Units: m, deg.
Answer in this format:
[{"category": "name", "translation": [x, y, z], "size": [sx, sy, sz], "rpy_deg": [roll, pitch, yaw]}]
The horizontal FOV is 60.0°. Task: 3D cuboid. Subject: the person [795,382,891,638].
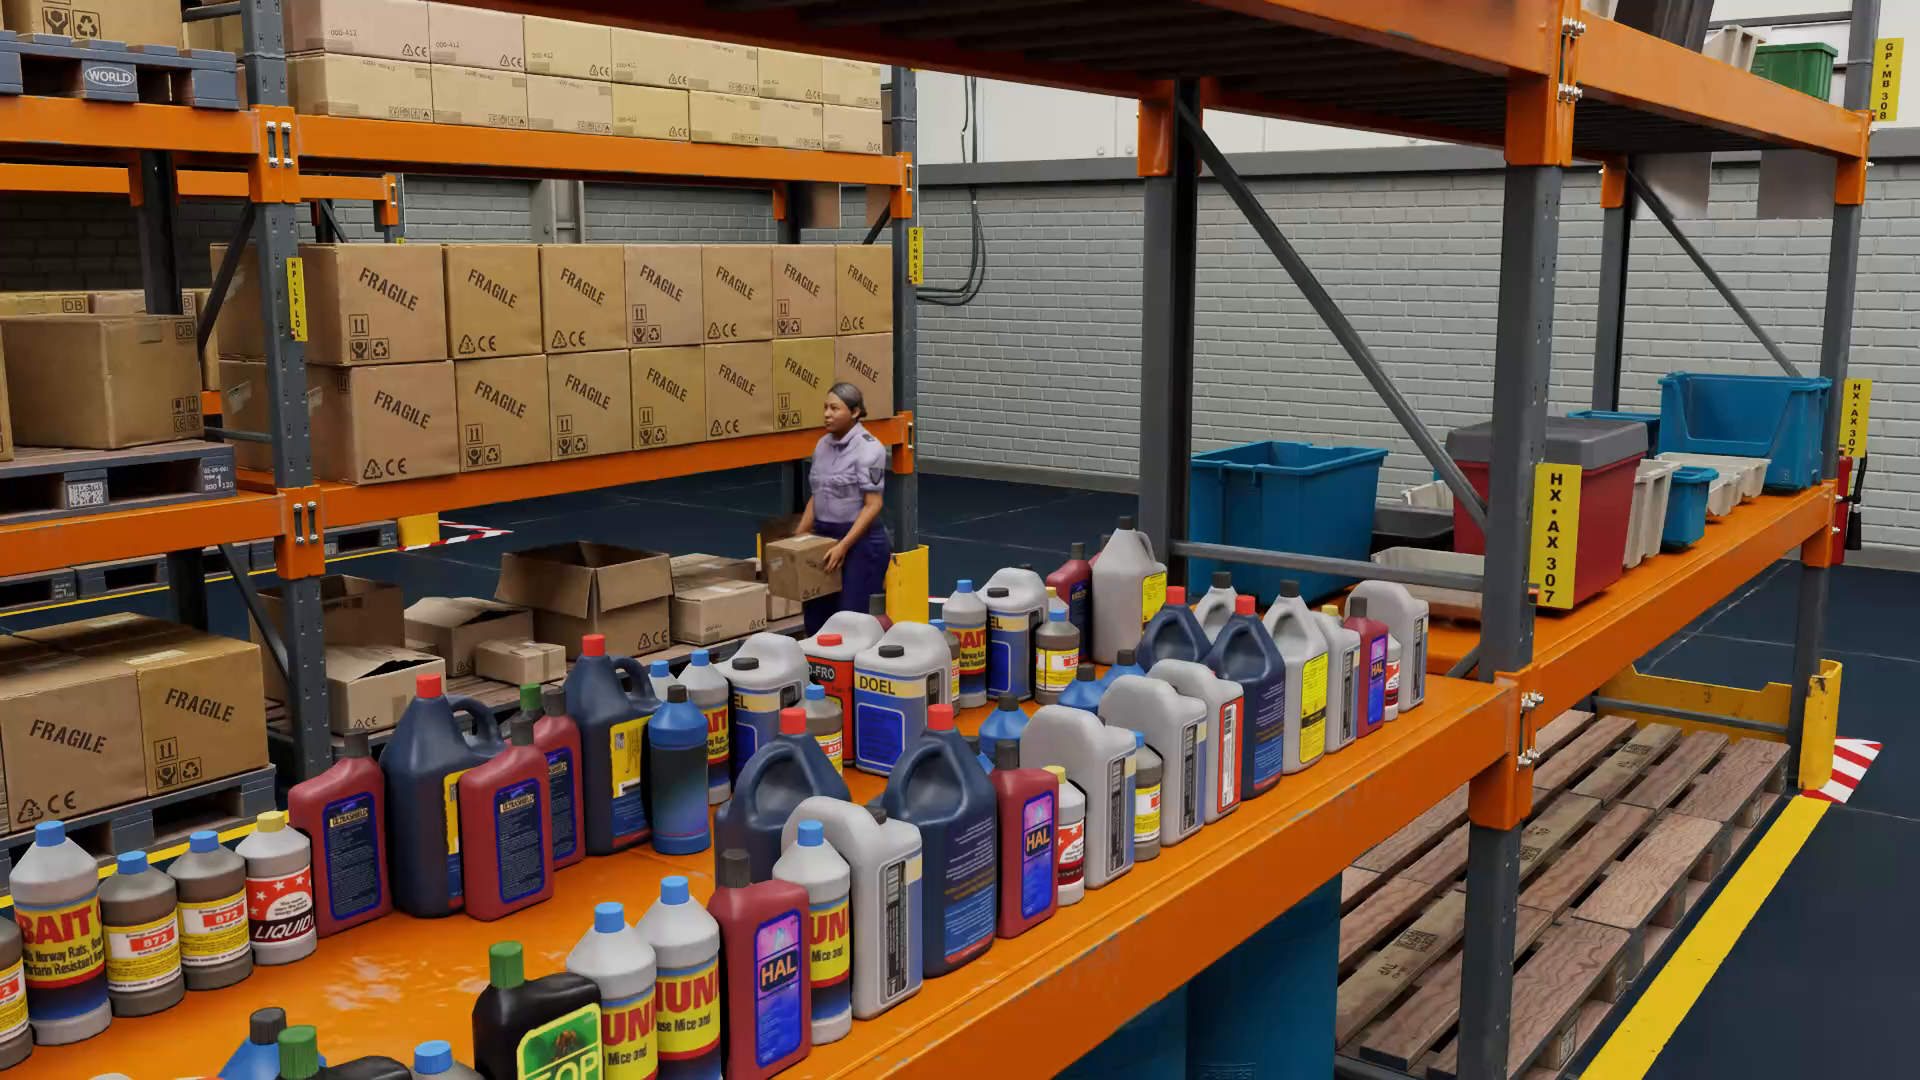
[{"category": "person", "translation": [-0.580, 0.073, 8.033], "size": [0.424, 1.642, 0.506], "rpy_deg": [-9, 13, -41]}]
